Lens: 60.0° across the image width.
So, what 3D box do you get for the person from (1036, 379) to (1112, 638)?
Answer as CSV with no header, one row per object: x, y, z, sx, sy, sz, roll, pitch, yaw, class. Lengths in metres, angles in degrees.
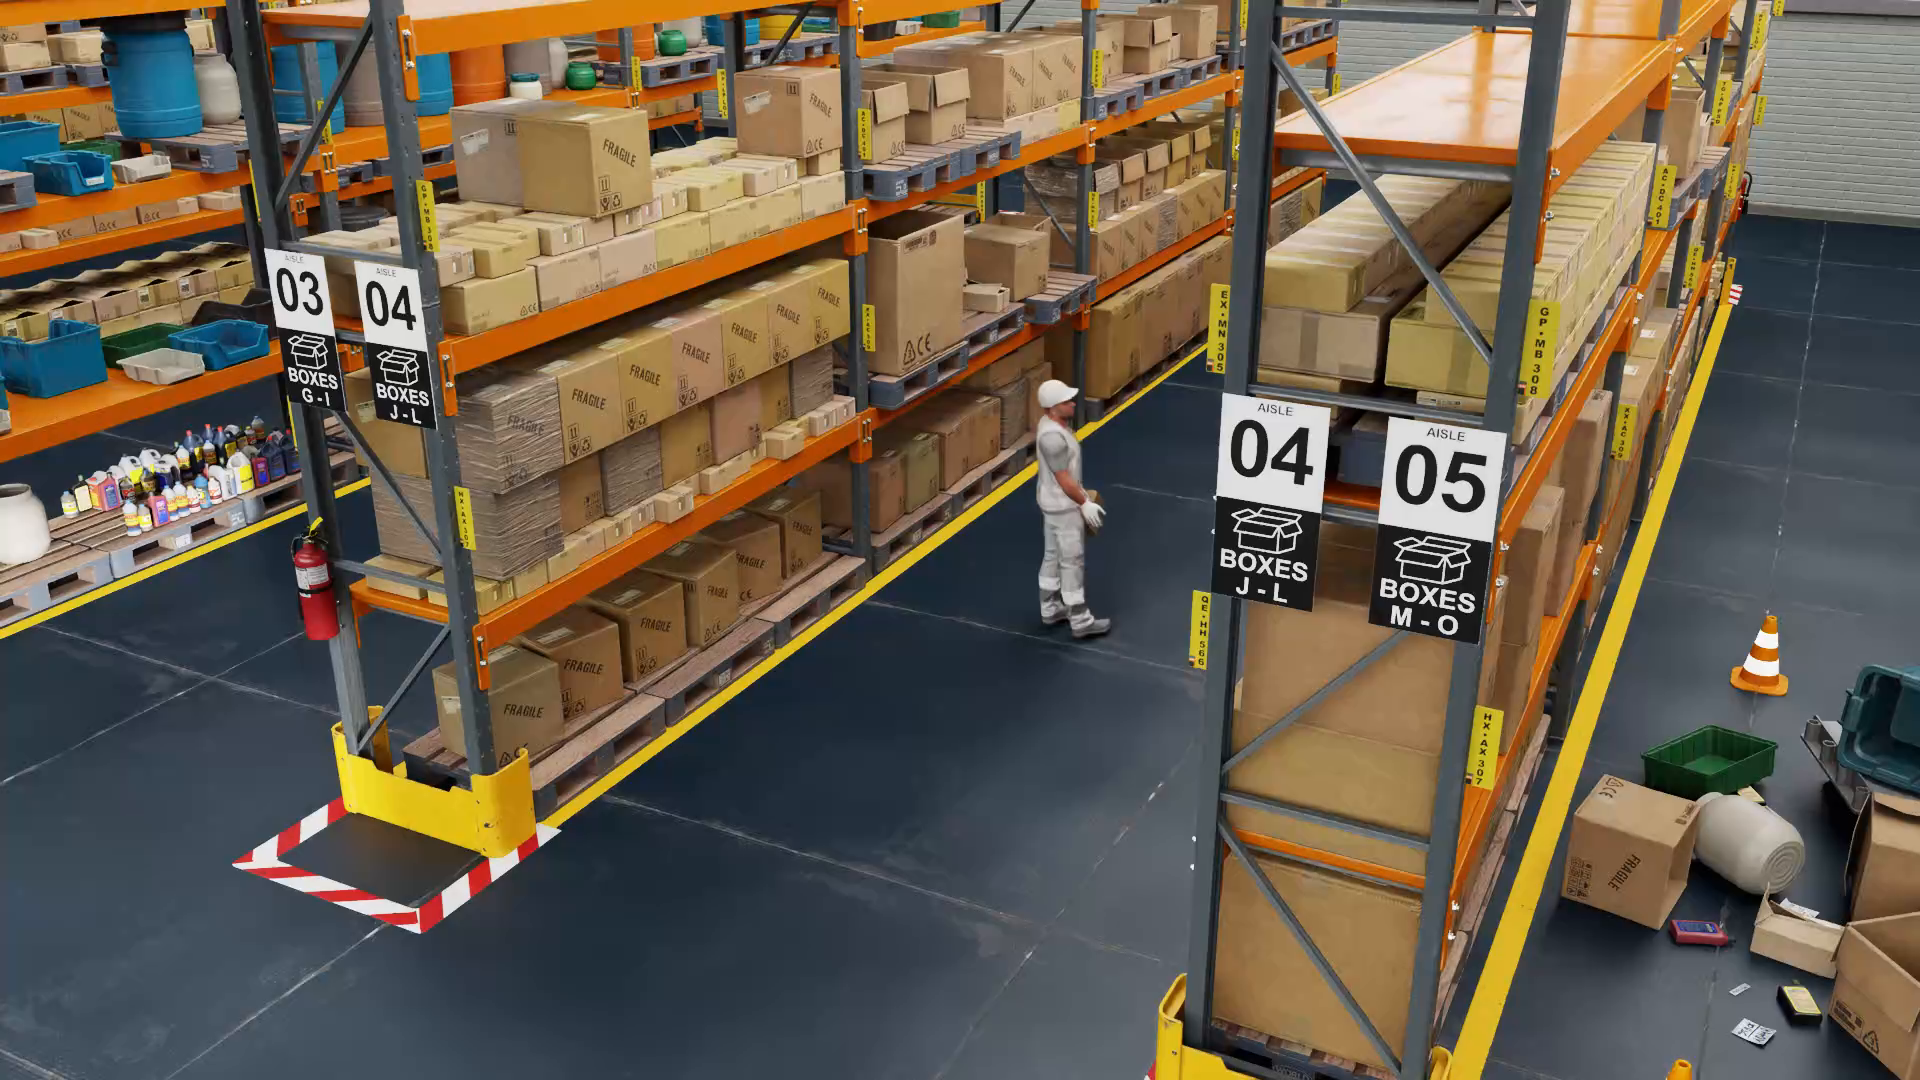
0.769,-0.238,11.259,0.552,1.794,0.531,-1,23,-3,person
